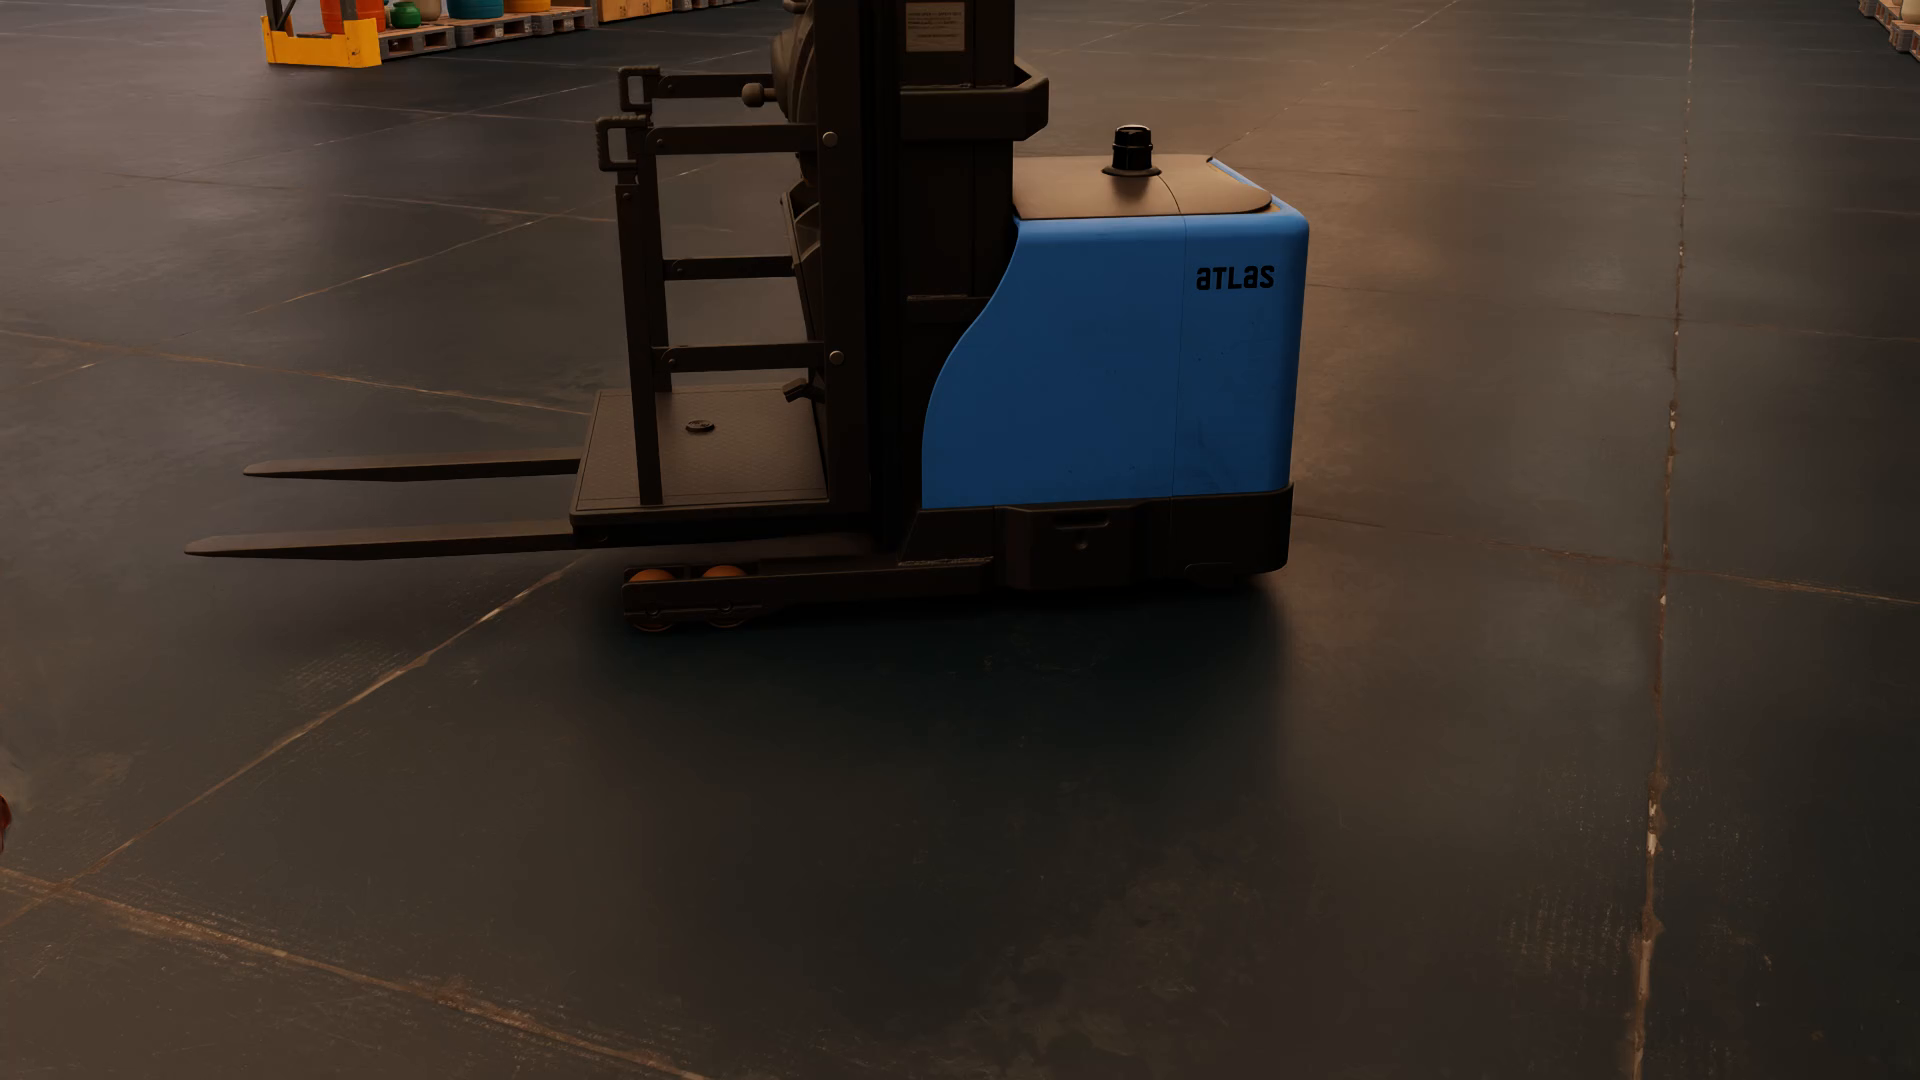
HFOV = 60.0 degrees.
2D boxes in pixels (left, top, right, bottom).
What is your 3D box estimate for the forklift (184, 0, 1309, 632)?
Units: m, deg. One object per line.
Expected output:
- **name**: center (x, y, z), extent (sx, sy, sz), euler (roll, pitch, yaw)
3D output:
- **forklift**: center (-0.618, -1.320, 4.451), extent (3.031, 2.935, 1.130), euler (-3, 23, -7)
